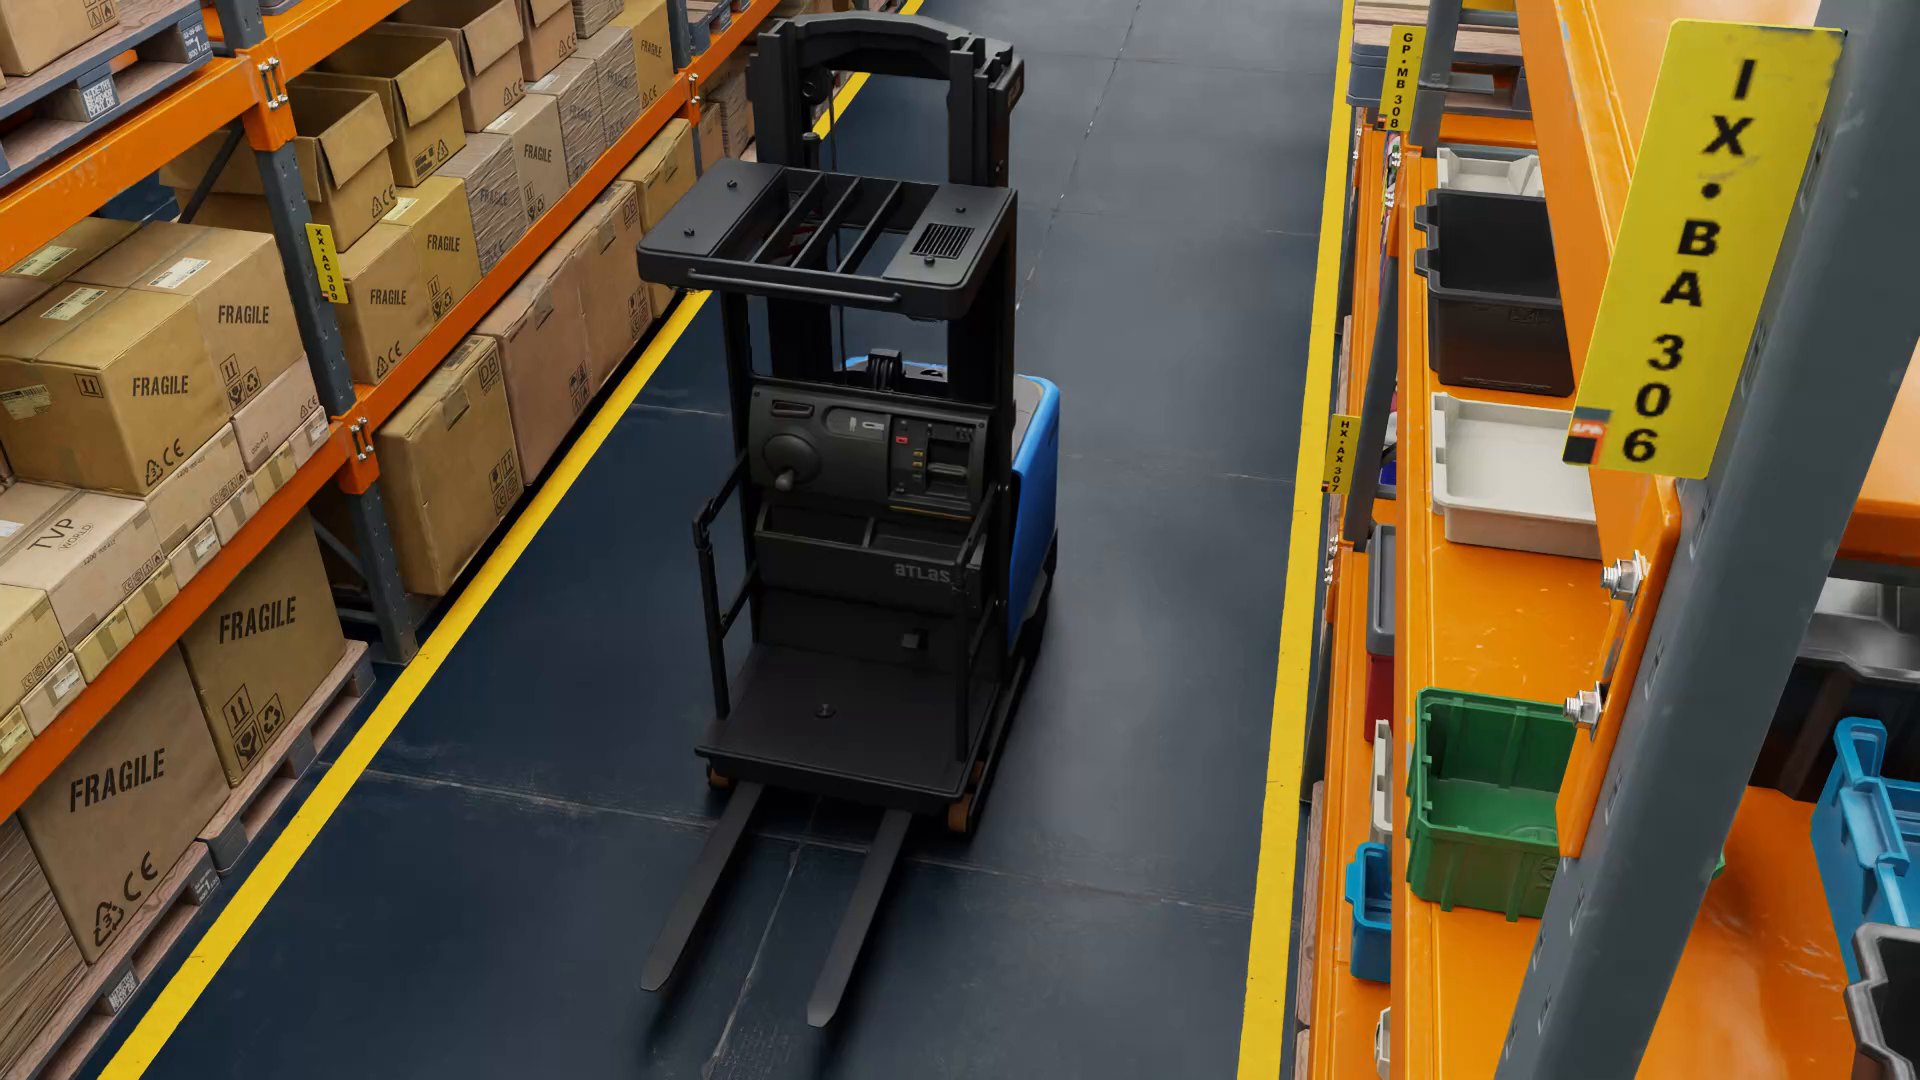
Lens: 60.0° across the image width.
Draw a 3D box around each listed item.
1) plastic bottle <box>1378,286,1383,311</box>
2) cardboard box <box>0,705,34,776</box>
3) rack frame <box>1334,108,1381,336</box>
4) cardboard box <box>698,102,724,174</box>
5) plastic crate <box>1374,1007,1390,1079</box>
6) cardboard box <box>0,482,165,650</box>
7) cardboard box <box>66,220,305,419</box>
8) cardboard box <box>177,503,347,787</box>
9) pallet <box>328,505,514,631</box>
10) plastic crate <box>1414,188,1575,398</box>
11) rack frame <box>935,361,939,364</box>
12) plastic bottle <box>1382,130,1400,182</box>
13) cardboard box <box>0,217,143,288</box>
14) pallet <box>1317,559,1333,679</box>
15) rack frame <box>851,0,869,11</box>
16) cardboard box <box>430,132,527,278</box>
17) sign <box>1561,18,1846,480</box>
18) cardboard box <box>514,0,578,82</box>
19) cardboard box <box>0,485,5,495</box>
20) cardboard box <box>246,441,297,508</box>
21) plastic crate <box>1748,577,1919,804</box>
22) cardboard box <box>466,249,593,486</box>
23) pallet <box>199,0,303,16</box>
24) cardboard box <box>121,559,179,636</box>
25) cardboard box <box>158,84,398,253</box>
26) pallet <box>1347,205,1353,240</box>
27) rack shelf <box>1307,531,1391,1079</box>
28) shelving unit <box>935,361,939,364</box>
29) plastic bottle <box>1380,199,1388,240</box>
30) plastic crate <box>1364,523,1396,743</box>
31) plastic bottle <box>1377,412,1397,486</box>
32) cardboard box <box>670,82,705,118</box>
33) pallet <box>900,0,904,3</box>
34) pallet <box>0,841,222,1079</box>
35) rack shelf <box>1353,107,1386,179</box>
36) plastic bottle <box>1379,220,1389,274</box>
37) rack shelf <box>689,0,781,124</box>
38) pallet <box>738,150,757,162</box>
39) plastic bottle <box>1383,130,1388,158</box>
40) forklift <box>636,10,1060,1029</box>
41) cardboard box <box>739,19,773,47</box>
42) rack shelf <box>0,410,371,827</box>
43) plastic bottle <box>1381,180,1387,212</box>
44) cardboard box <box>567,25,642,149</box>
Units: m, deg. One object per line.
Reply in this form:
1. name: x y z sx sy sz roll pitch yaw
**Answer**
1. plastic bottle: 1.912 -1.082 7.356 0.097 0.201 0.097 0 36 0
2. cardboard box: -3.086 0.613 5.063 0.380 0.149 0.250 6 36 9
3. rack frame: 2.736 -2.410 9.020 1.000 3.000 0.127 7 37 10
4. cardboard box: -1.979 -2.584 11.014 0.700 0.500 0.500 5 36 8
5. plastic crate: 1.182 1.269 4.117 0.298 0.136 0.250 7 37 10
6. cardboard box: -3.012 0.078 5.461 0.500 0.250 0.500 8 37 11
7. cardboard box: -2.794 -0.804 6.039 0.500 0.500 0.500 8 37 11
8. cardboard box: -3.176 0.320 6.704 0.875 0.875 0.875 7 37 10
9. pallet: -2.865 -0.061 8.154 1.003 0.211 1.213 7 37 10
10. plastic crate: 1.349 -0.601 4.079 0.497 0.269 0.590 7 37 10
11. rack frame: -0.016 -0.375 7.873 0.200 1.050 0.008 9 37 12
12. plastic bottle: 2.213 -1.973 8.516 0.061 0.283 0.133 7 37 10
13. cardboard box: -3.309 -0.859 6.114 0.500 0.500 0.500 7 37 10
14. pallet: 2.088 0.575 7.277 1.003 0.211 1.213 7 37 10
15. rack frame: -1.248 -5.325 13.041 1.000 3.000 0.127 7 37 10
16. cardboard box: -2.400 -1.586 7.797 0.500 0.500 0.500 7 36 9
17. sign: 0.487 -0.182 1.108 0.100 0.325 0.005 7 37 10
18. cardboard box: -2.416 -2.688 8.462 0.797 0.503 0.637 8 37 11
19. cardboard box: -3.529 0.021 5.539 0.500 0.250 0.500 8 37 11
20. cardboard box: -2.757 -0.273 6.284 0.380 0.149 0.250 8 37 11
21. plastic crate: 1.622 0.145 2.991 0.504 0.338 0.767 7 37 10
22. cardboard box: -2.649 -0.930 8.429 1.225 0.875 0.875 6 36 8
23. pallet: -2.809 -2.407 6.622 0.805 0.209 1.217 6 36 8
24. cardboard box: -2.921 0.170 5.674 0.380 0.149 0.250 8 37 11
25. cardboard box: -2.828 -1.552 6.895 0.797 0.503 0.637 6 36 9
26. pallet: 2.940 -1.721 10.444 1.003 0.211 1.213 7 37 10
27. rack shelf: 1.455 1.321 4.485 1.077 0.370 4.000 7 37 10
28. shelving unit: 0.014 -0.444 7.968 0.215 1.050 0.252 9 37 12
29. plastic bottle: 2.079 -1.558 7.953 0.097 0.271 0.097 0 36 0
30. plastic crate: 1.446 0.313 5.157 0.402 0.464 0.583 7 37 10
31. plastic bottle: 1.650 -0.334 6.260 0.152 0.276 0.135 7 37 10
32. cardboard box: -1.988 -2.889 10.796 0.500 0.250 0.500 9 37 12
33. pallet: -0.881 -5.286 15.364 1.003 0.211 1.213 7 37 10
34. pallet: -3.454 1.519 5.975 1.003 0.211 1.213 7 37 10
35. rack shelf: 3.164 -3.266 10.813 1.077 0.370 4.000 7 37 10
36. plastic bottle: 2.032 -1.358 7.673 0.152 0.276 0.135 7 37 10
37. rack shelf: -1.675 -3.887 11.670 1.077 0.370 4.000 7 37 10
38. pallet: -1.934 -2.350 11.313 1.003 0.211 1.213 7 37 10
39. plastic bottle: 2.328 -2.153 8.770 0.152 0.276 0.135 7 37 10
40. forklift: -0.404 -0.271 6.126 1.130 2.935 3.031 9 37 12
41. cardboard box: -1.639 -3.549 12.346 0.700 0.500 0.500 4 36 6
42. rack shelf: -3.384 0.700 5.341 1.077 0.370 4.000 7 37 10
43. plastic bottle: 2.149 -1.718 8.233 0.097 0.201 0.097 0 36 0
44. cardboard box: -2.078 -2.473 9.021 0.500 0.500 0.500 7 37 10
